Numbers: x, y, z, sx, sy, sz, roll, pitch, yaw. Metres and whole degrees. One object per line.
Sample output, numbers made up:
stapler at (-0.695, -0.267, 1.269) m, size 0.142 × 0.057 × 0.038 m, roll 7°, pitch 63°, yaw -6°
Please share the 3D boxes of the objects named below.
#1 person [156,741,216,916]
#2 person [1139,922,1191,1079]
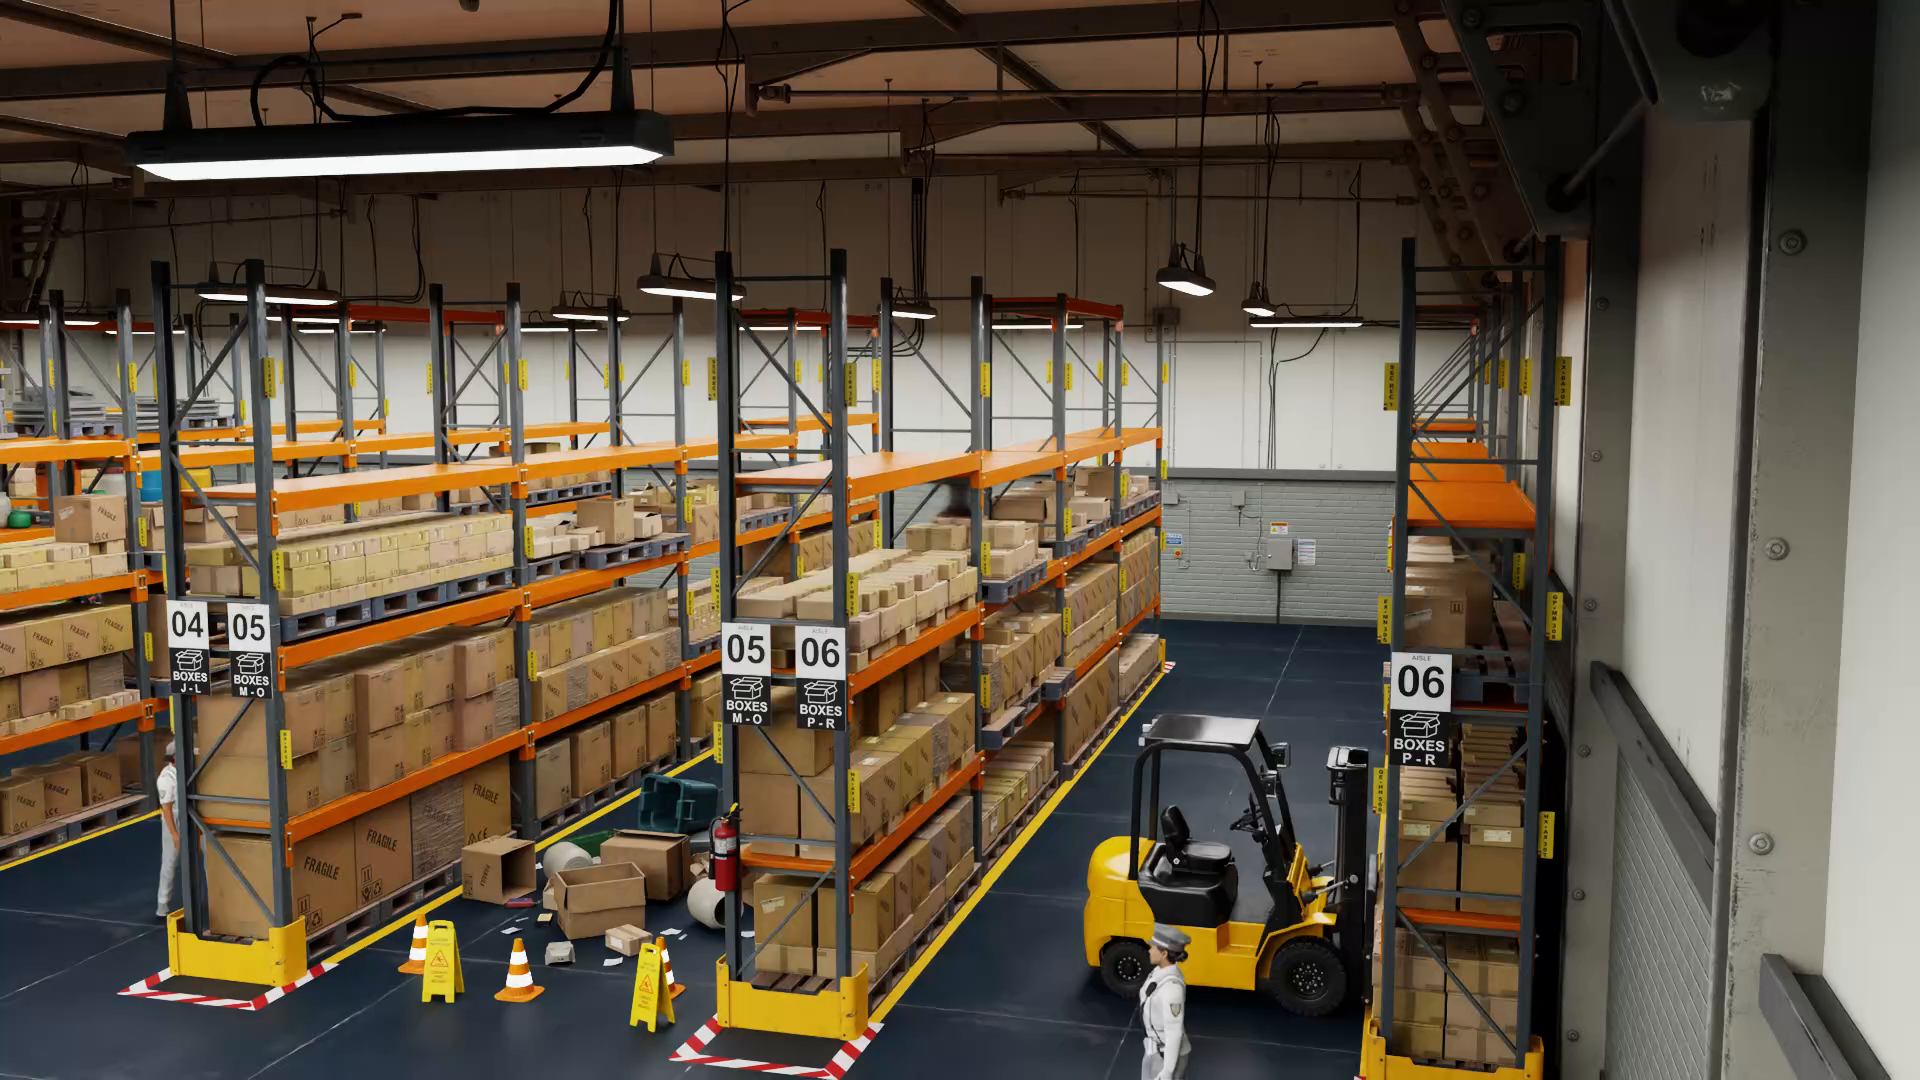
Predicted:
person at (-7.266, 2.702, 15.698) m, size 0.528 × 1.692 × 0.661 m, roll 4°, pitch 7°, yaw 33°
person at (1.210, 3.234, 10.411) m, size 0.517 × 1.702 × 0.491 m, roll 0°, pitch 6°, yaw 2°
